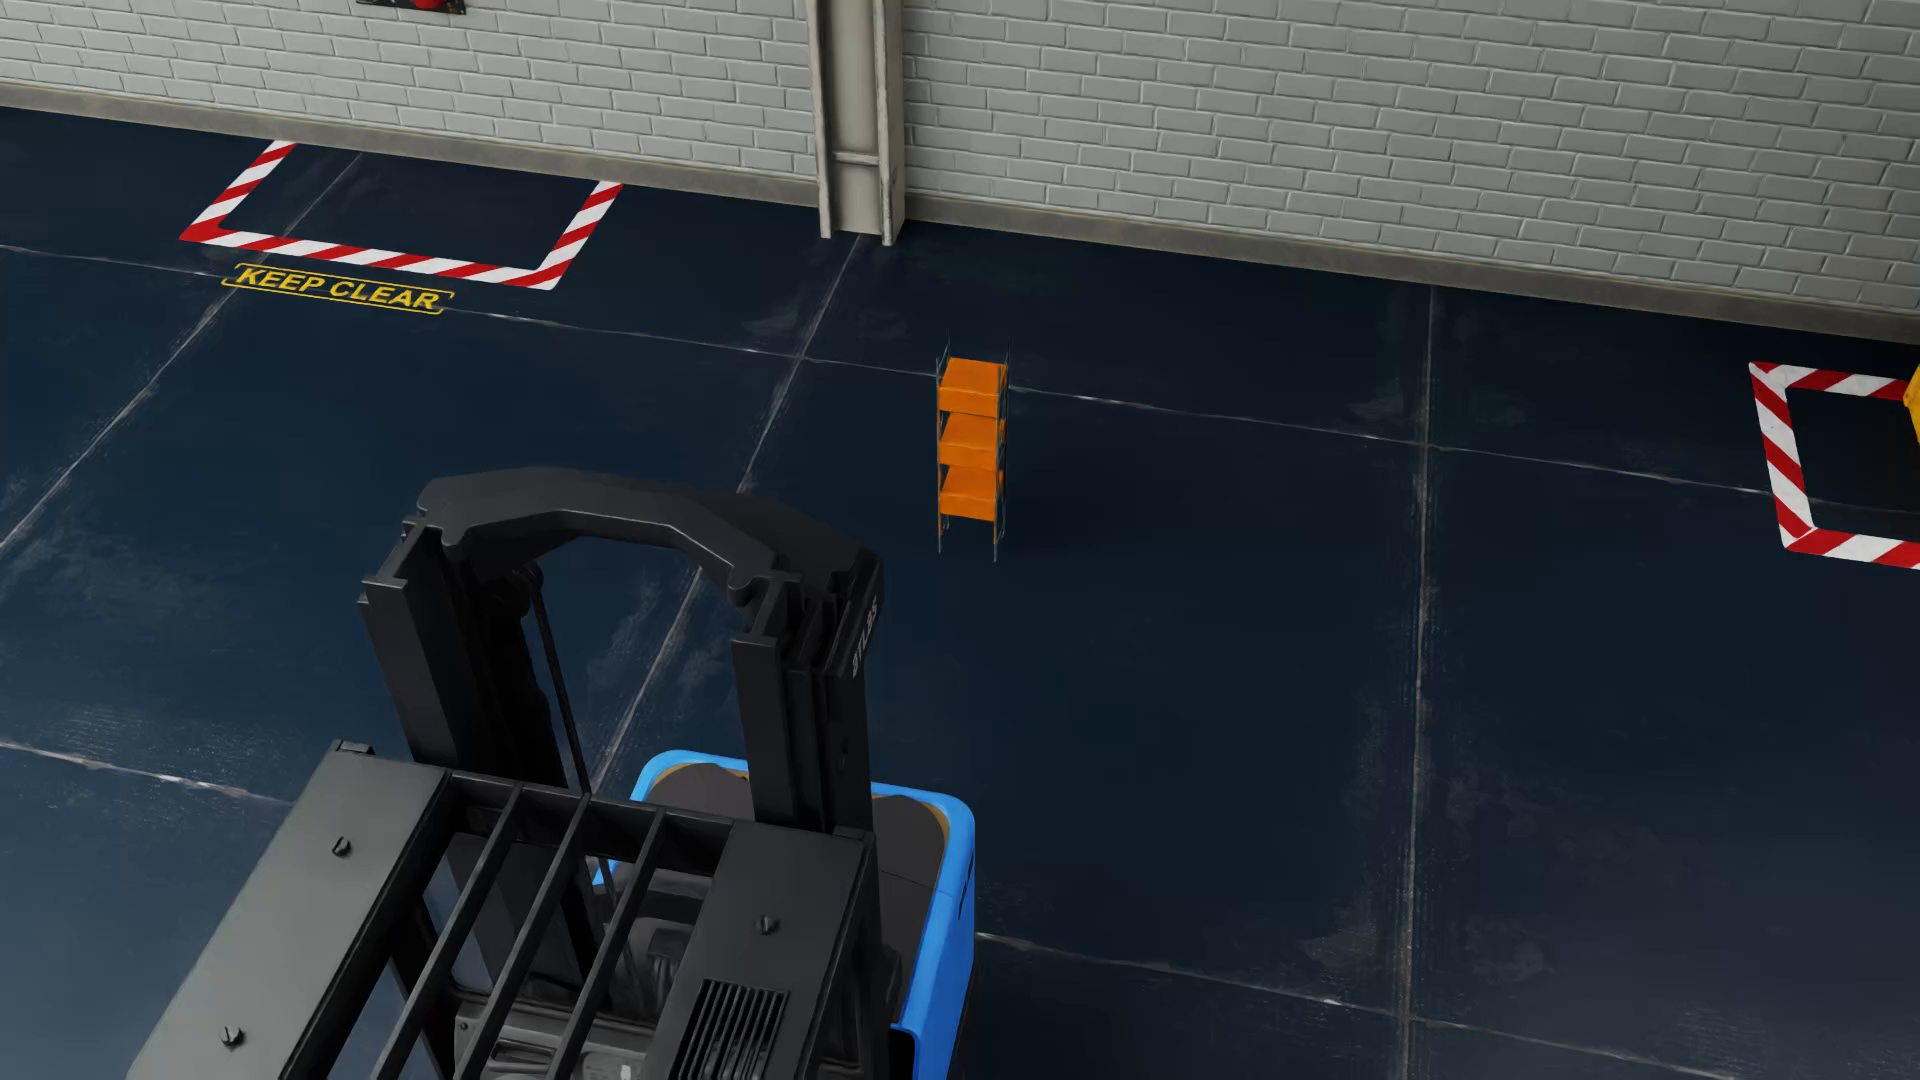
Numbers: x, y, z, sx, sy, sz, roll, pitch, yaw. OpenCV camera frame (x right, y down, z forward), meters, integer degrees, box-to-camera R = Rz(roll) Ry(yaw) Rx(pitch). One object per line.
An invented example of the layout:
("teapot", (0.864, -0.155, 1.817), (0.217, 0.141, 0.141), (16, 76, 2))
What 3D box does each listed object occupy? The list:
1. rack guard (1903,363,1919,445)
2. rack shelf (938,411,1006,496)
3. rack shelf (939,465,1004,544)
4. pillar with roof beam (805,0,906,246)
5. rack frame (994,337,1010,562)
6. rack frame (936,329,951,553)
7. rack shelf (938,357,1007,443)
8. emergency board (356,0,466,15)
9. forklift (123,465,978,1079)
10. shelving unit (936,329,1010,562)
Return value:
("rack guard", (4.539, -0.475, 7.343), (0.348, 0.500, 1.175), (9, 45, 9))
("rack shelf", (0.052, -0.363, 6.845), (0.240, 0.259, 0.215), (9, 45, 9))
("rack shelf", (0.052, -0.162, 7.038), (0.240, 0.259, 0.215), (9, 45, 9))
("pillar with roof beam", (-1.458, -2.023, 2.823), (0.400, 9.000, 9.100), (9, 45, 9))
("rack frame", (0.171, -0.352, 6.818), (0.008, 1.050, 0.200), (9, 45, 9))
("rack frame", (-0.067, -0.389, 6.857), (0.008, 1.050, 0.200), (9, 45, 9))
("rack shelf", (0.052, -0.567, 6.648), (0.240, 0.259, 0.215), (9, 45, 9))
("emergency board", (-2.922, -3.175, 8.345), (0.643, 1.169, 0.194), (9, 45, 9))
("forklift", (-0.747, 1.408, 3.634), (1.130, 2.935, 3.031), (8, 45, 9))
("shelving unit", (0.052, -0.370, 6.838), (0.252, 1.050, 0.215), (9, 45, 9))
